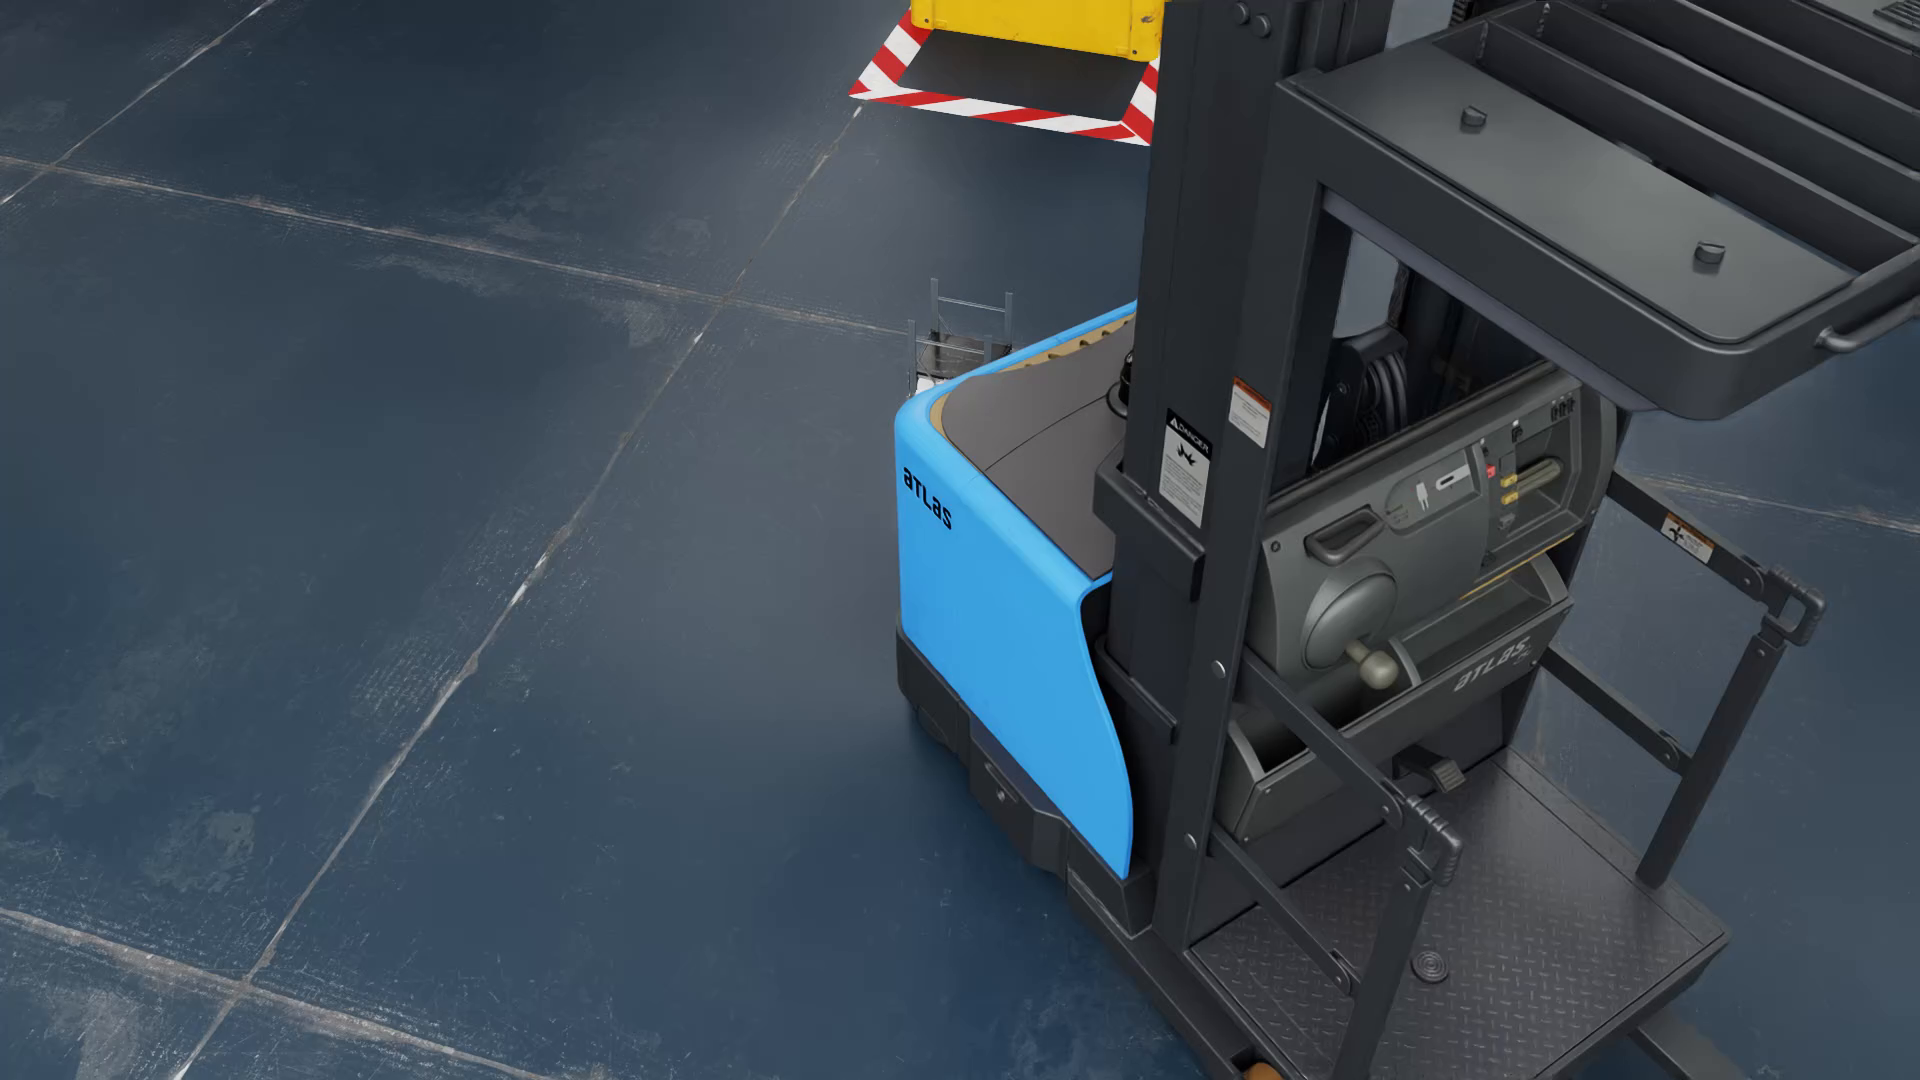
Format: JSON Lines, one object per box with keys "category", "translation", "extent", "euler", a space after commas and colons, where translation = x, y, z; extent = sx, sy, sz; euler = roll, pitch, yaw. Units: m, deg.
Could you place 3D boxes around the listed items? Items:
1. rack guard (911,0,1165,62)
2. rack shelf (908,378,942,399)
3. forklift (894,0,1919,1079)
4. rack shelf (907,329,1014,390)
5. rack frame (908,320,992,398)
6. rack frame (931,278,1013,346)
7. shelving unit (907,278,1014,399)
{"category": "rack guard", "translation": [0.365, -2.543, 7.492], "extent": [1.175, 0.500, 0.348], "euler": [13, 46, 13]}
{"category": "rack shelf", "translation": [0.002, -0.432, 4.838], "extent": [0.258, 0.077, 0.200], "euler": [13, 46, 12]}
{"category": "forklift", "translation": [1.066, 0.050, 3.103], "extent": [1.130, 2.935, 3.031], "euler": [-25, 50, -24]}
{"category": "rack shelf", "translation": [0.002, -0.496, 4.775], "extent": [0.258, 0.077, 0.200], "euler": [13, 46, 12]}
{"category": "rack frame", "translation": [-0.028, -0.259, 4.872], "extent": [0.240, 0.900, 0.006], "euler": [13, 46, 12]}
{"category": "rack frame", "translation": [0.033, -0.395, 5.010], "extent": [0.240, 0.900, 0.006], "euler": [13, 46, 12]}
{"category": "shelving unit", "translation": [0.002, -0.327, 4.941], "extent": [0.258, 0.900, 0.210], "euler": [13, 46, 12]}
